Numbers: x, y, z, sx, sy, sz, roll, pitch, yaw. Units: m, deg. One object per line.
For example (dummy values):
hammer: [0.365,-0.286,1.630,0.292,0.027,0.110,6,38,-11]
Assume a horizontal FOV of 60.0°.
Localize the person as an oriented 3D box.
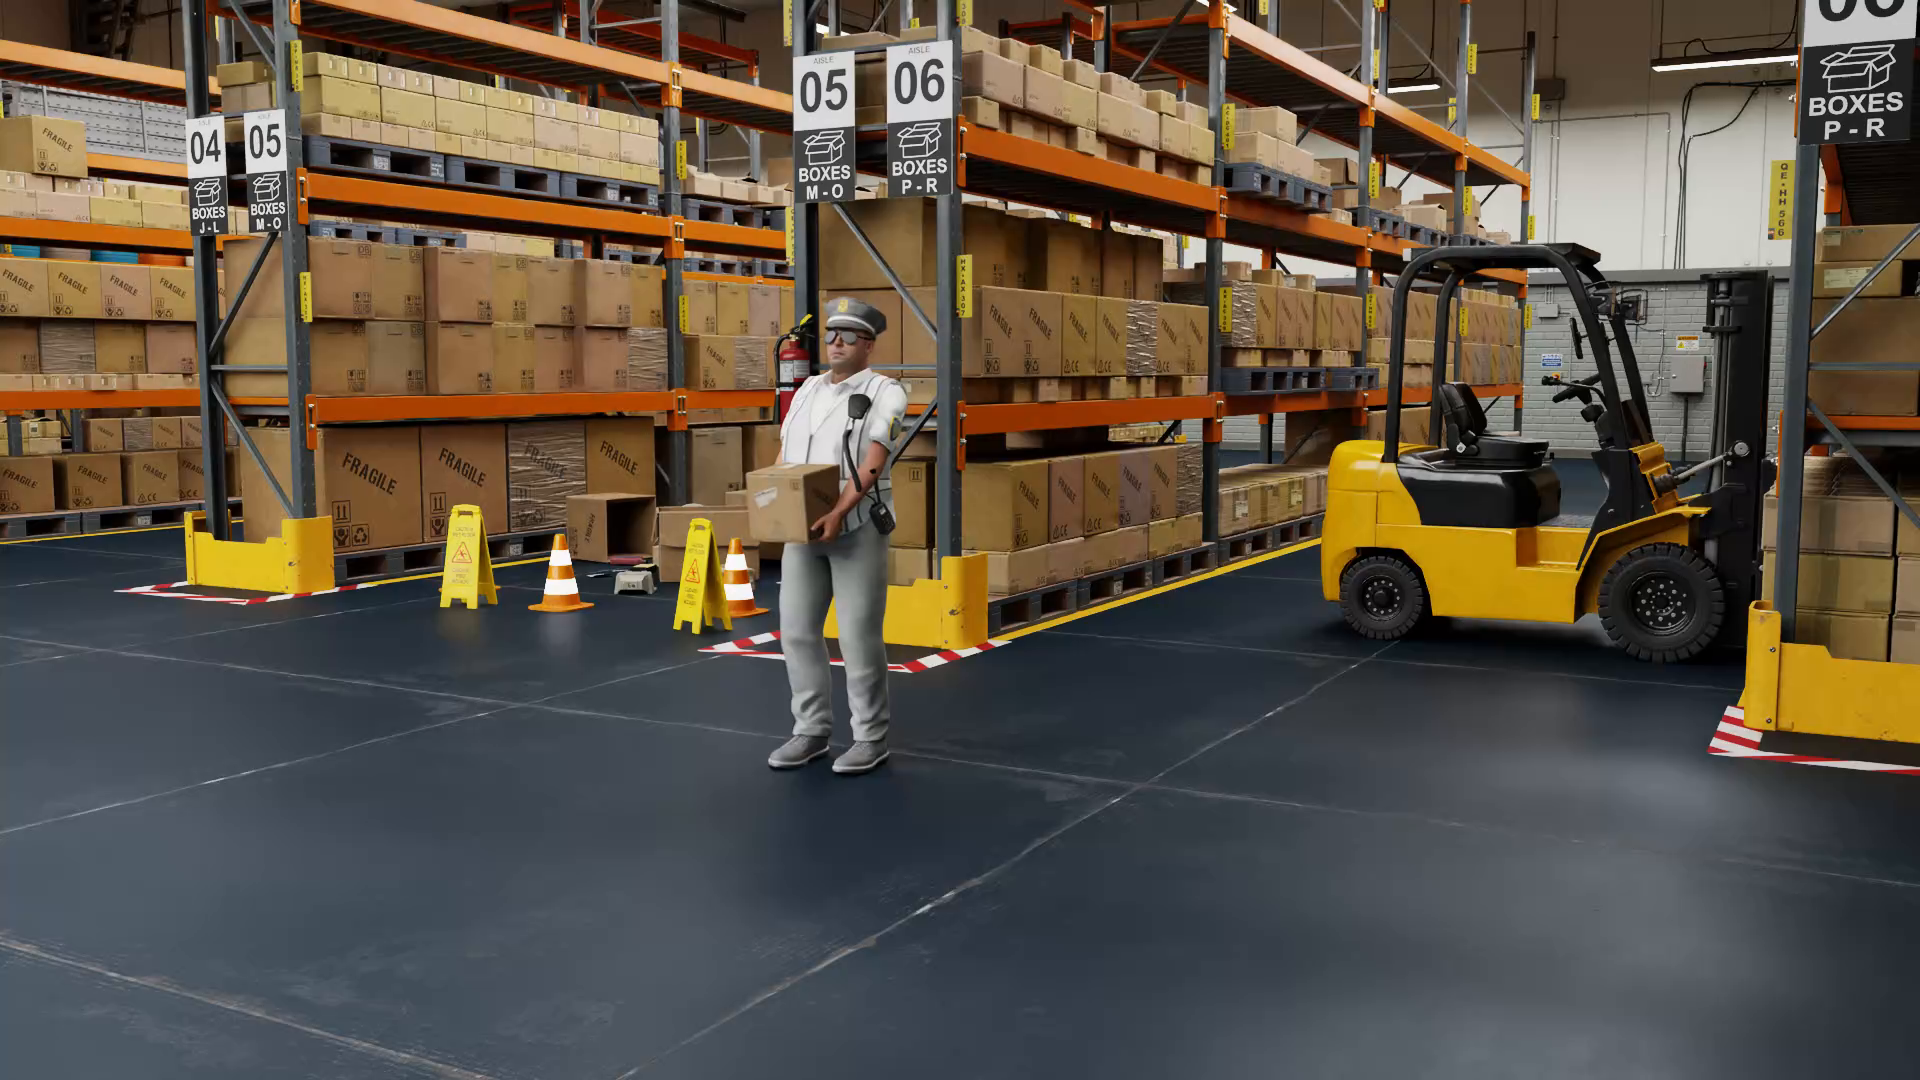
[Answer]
person: [-0.489,-0.024,6.230,0.493,1.767,0.573,3,7,29]
